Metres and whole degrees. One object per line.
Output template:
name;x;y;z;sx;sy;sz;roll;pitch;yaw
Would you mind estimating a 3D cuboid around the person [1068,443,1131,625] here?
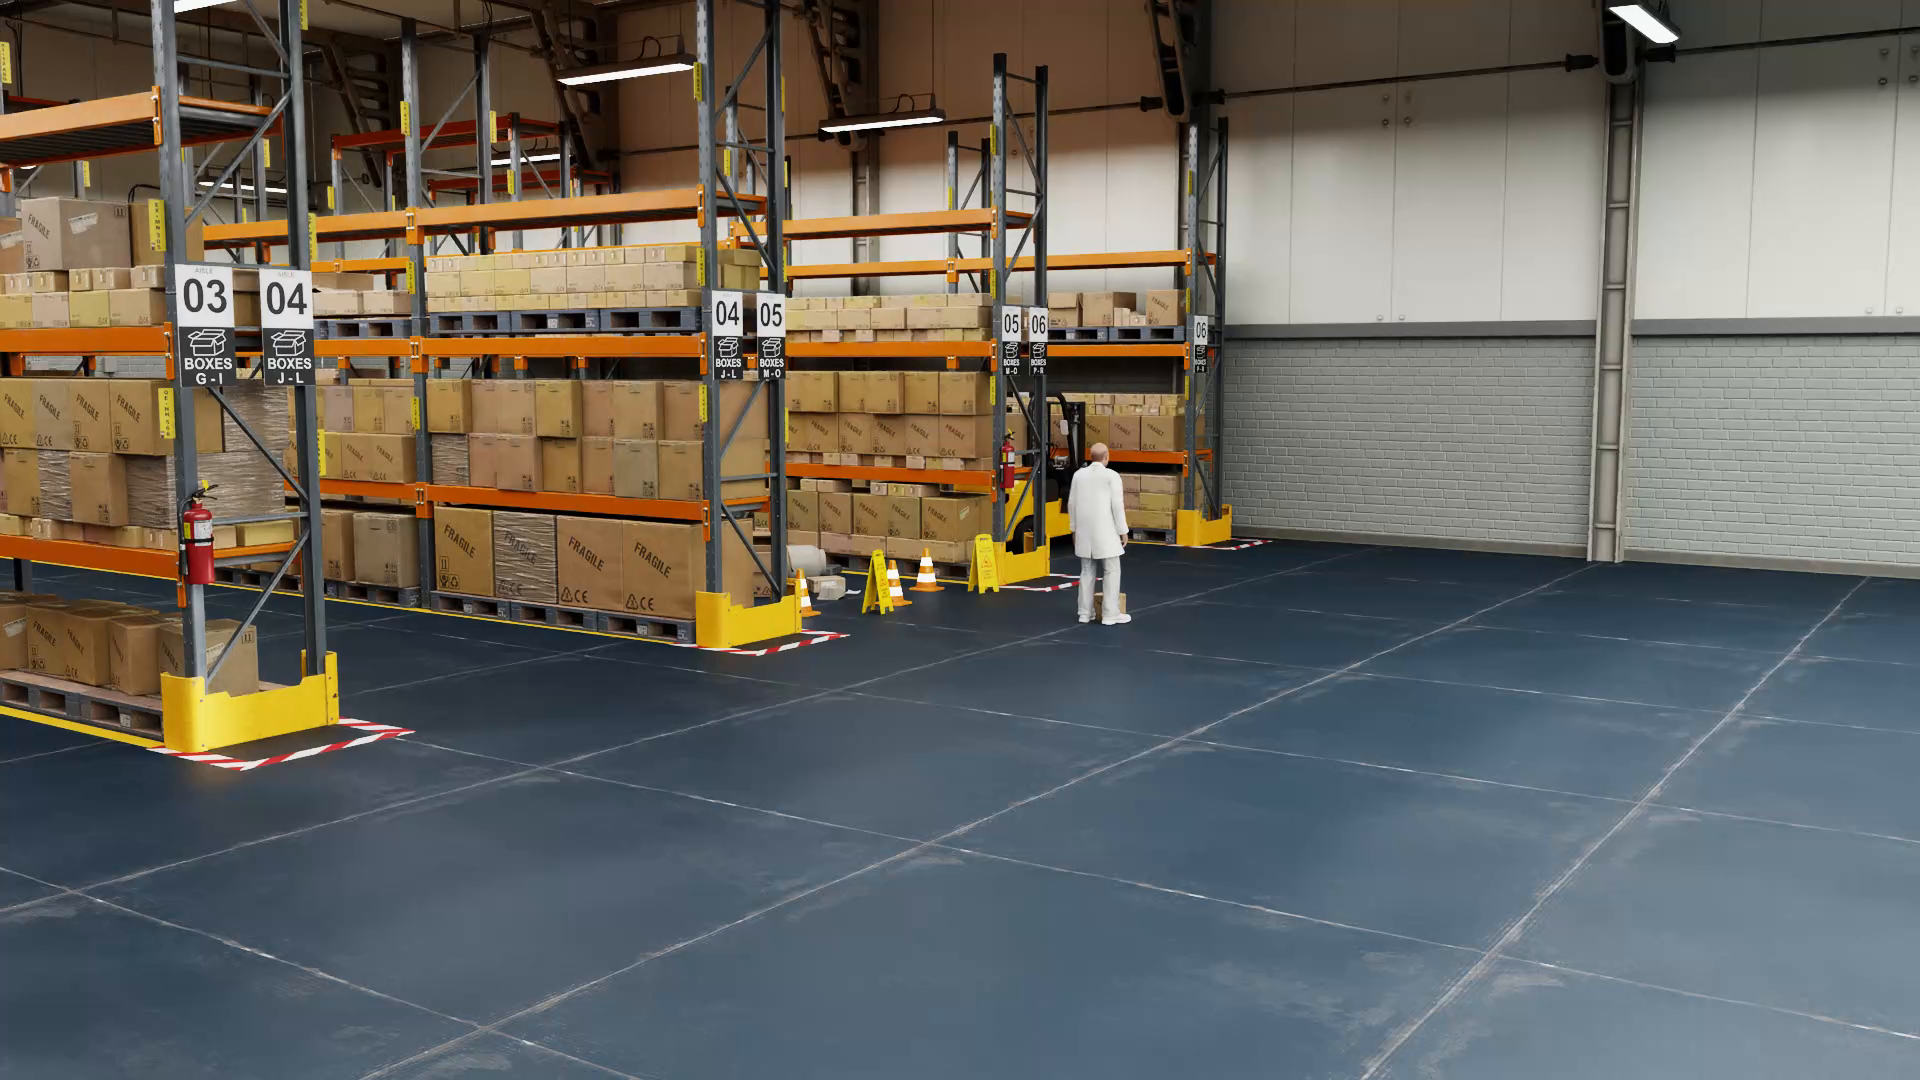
person;1.366;-0.069;16.400;0.644;1.774;0.424;4;7;34
